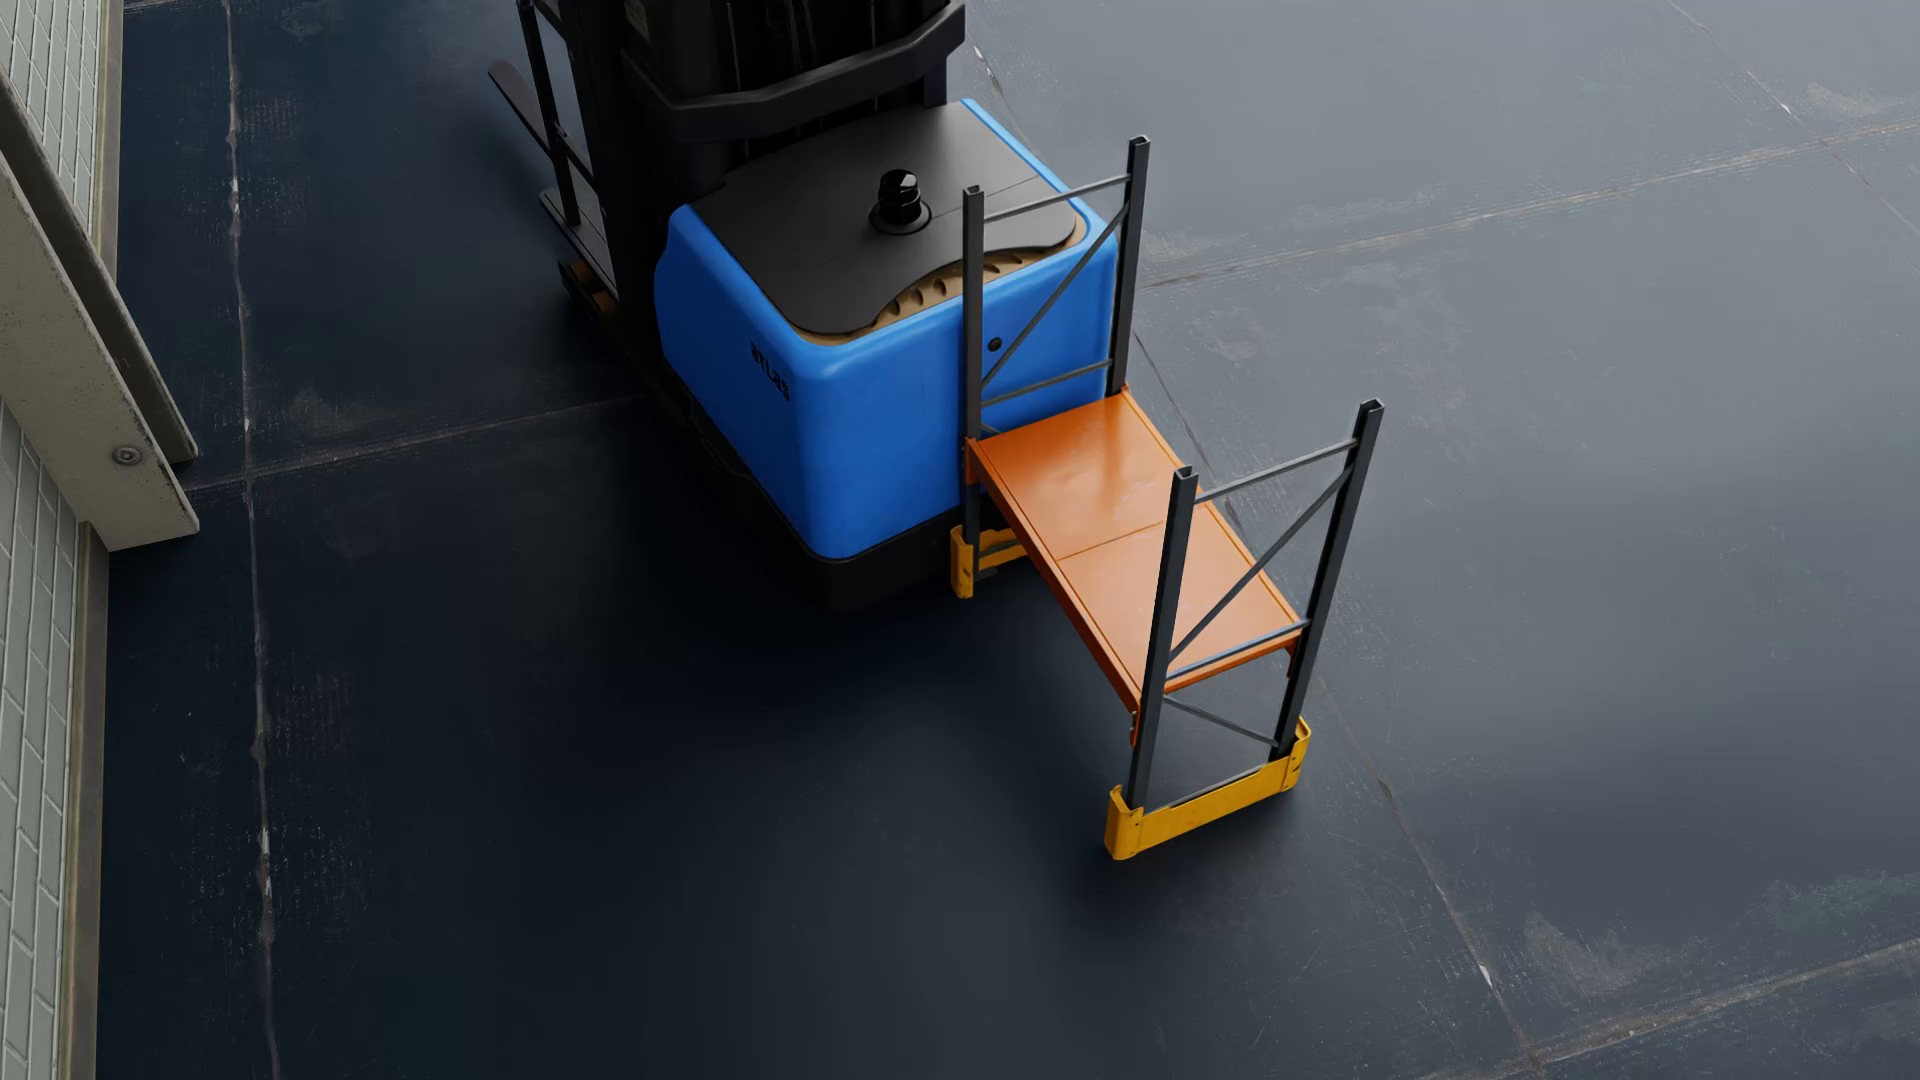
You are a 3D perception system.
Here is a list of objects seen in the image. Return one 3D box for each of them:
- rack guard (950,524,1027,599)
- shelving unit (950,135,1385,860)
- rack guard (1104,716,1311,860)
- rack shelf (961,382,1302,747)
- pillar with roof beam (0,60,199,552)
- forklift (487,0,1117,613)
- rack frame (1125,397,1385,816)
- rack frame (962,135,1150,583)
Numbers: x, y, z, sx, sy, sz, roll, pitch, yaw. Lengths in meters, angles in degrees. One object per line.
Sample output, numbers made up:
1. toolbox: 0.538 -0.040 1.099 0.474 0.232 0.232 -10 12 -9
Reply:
1. rack guard: 0.248 -0.018 5.102 0.587 0.250 0.087 -20 53 -16
2. shelving unit: 0.459 -0.076 4.333 0.587 1.500 1.083 -20 53 -16
3. rack guard: 0.670 0.672 4.520 0.587 0.250 0.087 -20 53 -16
4. rack shelf: 0.455 0.034 4.476 0.538 0.185 1.000 -20 53 -16
5. pillar with roof beam: 1.494 -4.008 2.743 9.100 9.000 0.400 -13 51 -11
6. forklift: -0.765 -1.839 4.883 1.130 2.935 3.031 -26 55 -20
7. rack frame: 0.671 0.270 4.042 0.500 1.500 0.032 -20 53 -16
8. rack frame: 0.240 -0.434 4.635 0.500 1.500 0.032 -20 53 -16
